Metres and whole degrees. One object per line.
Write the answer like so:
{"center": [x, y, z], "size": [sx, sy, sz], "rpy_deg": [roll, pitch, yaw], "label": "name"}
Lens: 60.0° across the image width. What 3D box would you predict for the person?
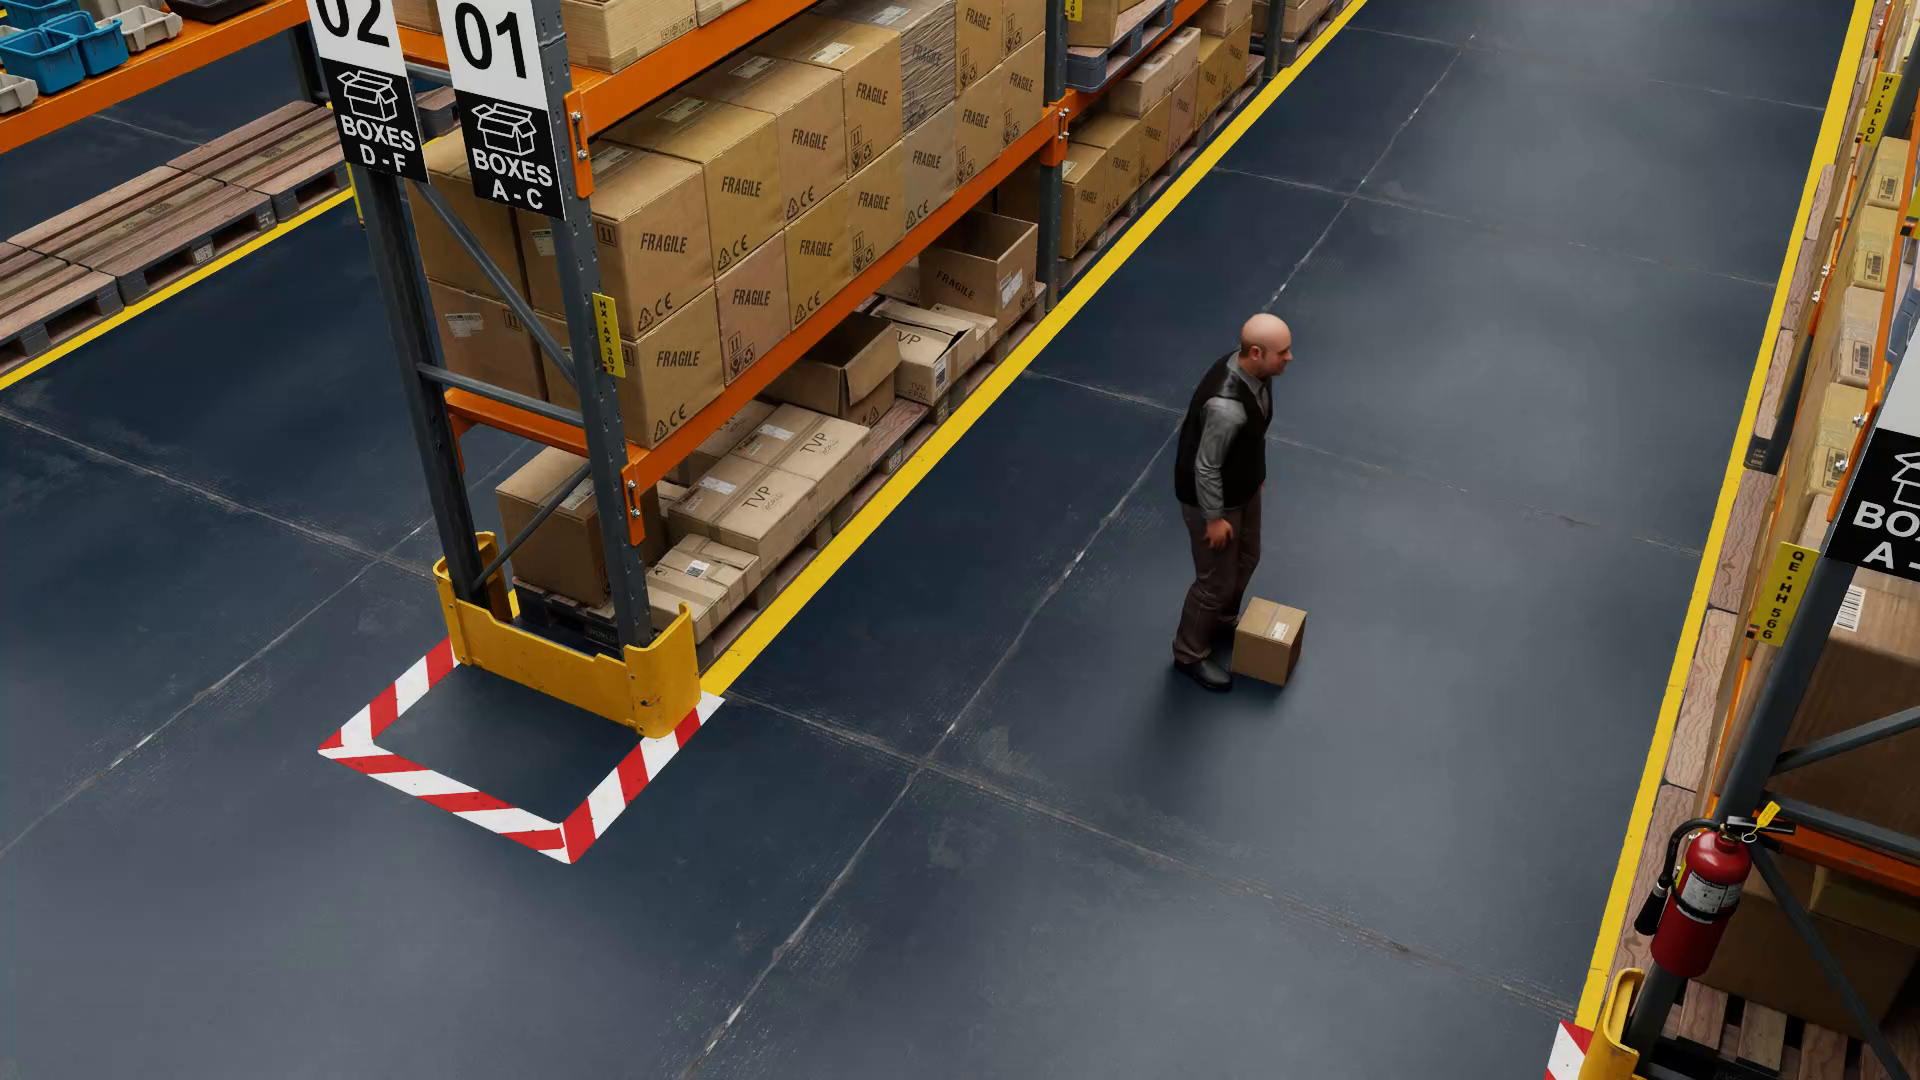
{"center": [1.139, -0.197, 7.023], "size": [0.461, 1.721, 0.582], "rpy_deg": [17, 41, 21], "label": "person"}
